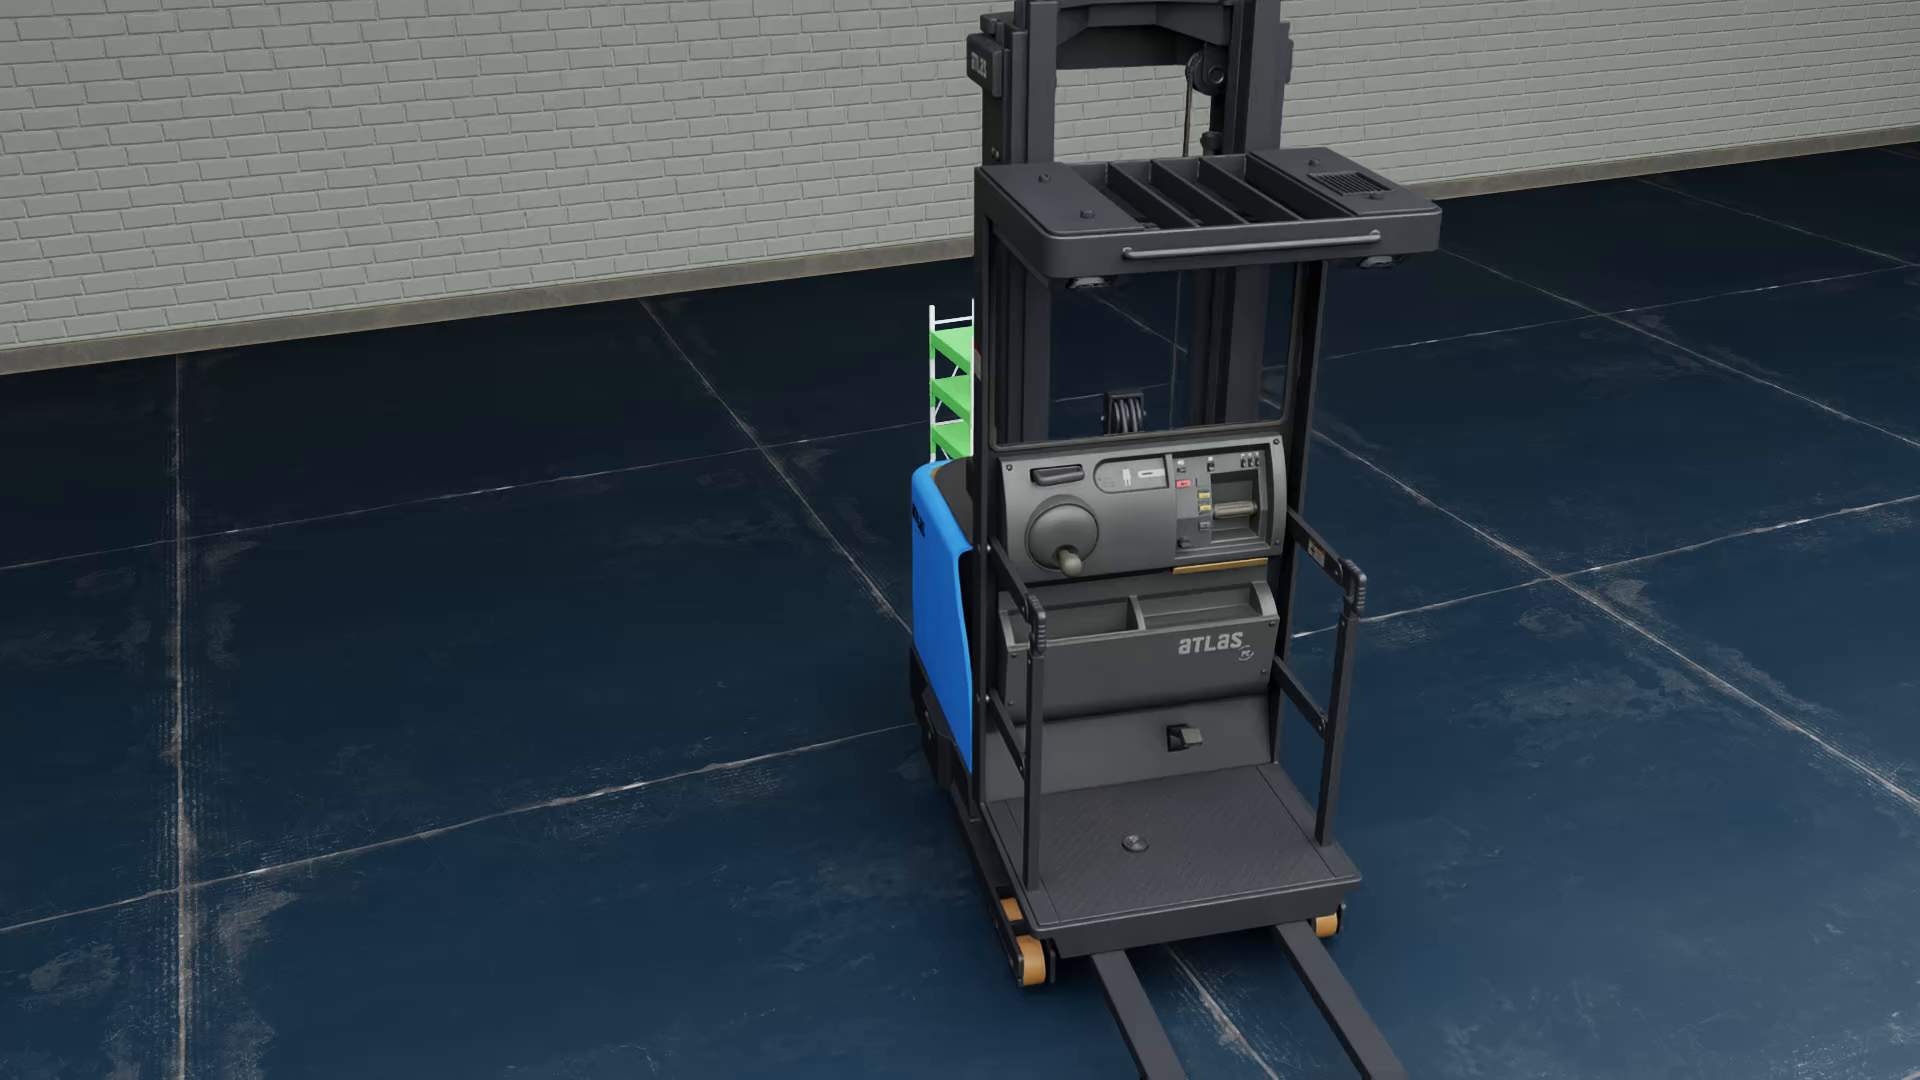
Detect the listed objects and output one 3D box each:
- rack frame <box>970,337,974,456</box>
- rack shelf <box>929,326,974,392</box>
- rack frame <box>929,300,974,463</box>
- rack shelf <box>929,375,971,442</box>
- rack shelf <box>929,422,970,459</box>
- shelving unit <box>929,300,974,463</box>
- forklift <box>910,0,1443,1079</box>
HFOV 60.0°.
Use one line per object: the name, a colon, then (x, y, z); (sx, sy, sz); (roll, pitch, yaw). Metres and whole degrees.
rack frame: (0.160, -0.374, 7.648); (0.240, 1.200, 0.015); (-11, 28, -21)
rack shelf: (0.065, -0.846, 7.667); (0.258, 0.148, 0.480); (-11, 28, -21)
rack frame: (-0.031, -0.571, 8.052); (0.240, 1.200, 0.015); (-11, 28, -21)
rack shelf: (0.065, -0.631, 7.773); (0.258, 0.148, 0.480); (-11, 28, -21)
rack shelf: (0.065, -0.415, 7.878); (0.258, 0.148, 0.480); (-11, 28, -21)
shelving unit: (0.065, -0.472, 7.850); (0.258, 1.200, 0.503); (-11, 28, -21)
forklift: (0.639, -0.073, 5.060); (1.130, 2.935, 3.031); (-6, 27, -12)
